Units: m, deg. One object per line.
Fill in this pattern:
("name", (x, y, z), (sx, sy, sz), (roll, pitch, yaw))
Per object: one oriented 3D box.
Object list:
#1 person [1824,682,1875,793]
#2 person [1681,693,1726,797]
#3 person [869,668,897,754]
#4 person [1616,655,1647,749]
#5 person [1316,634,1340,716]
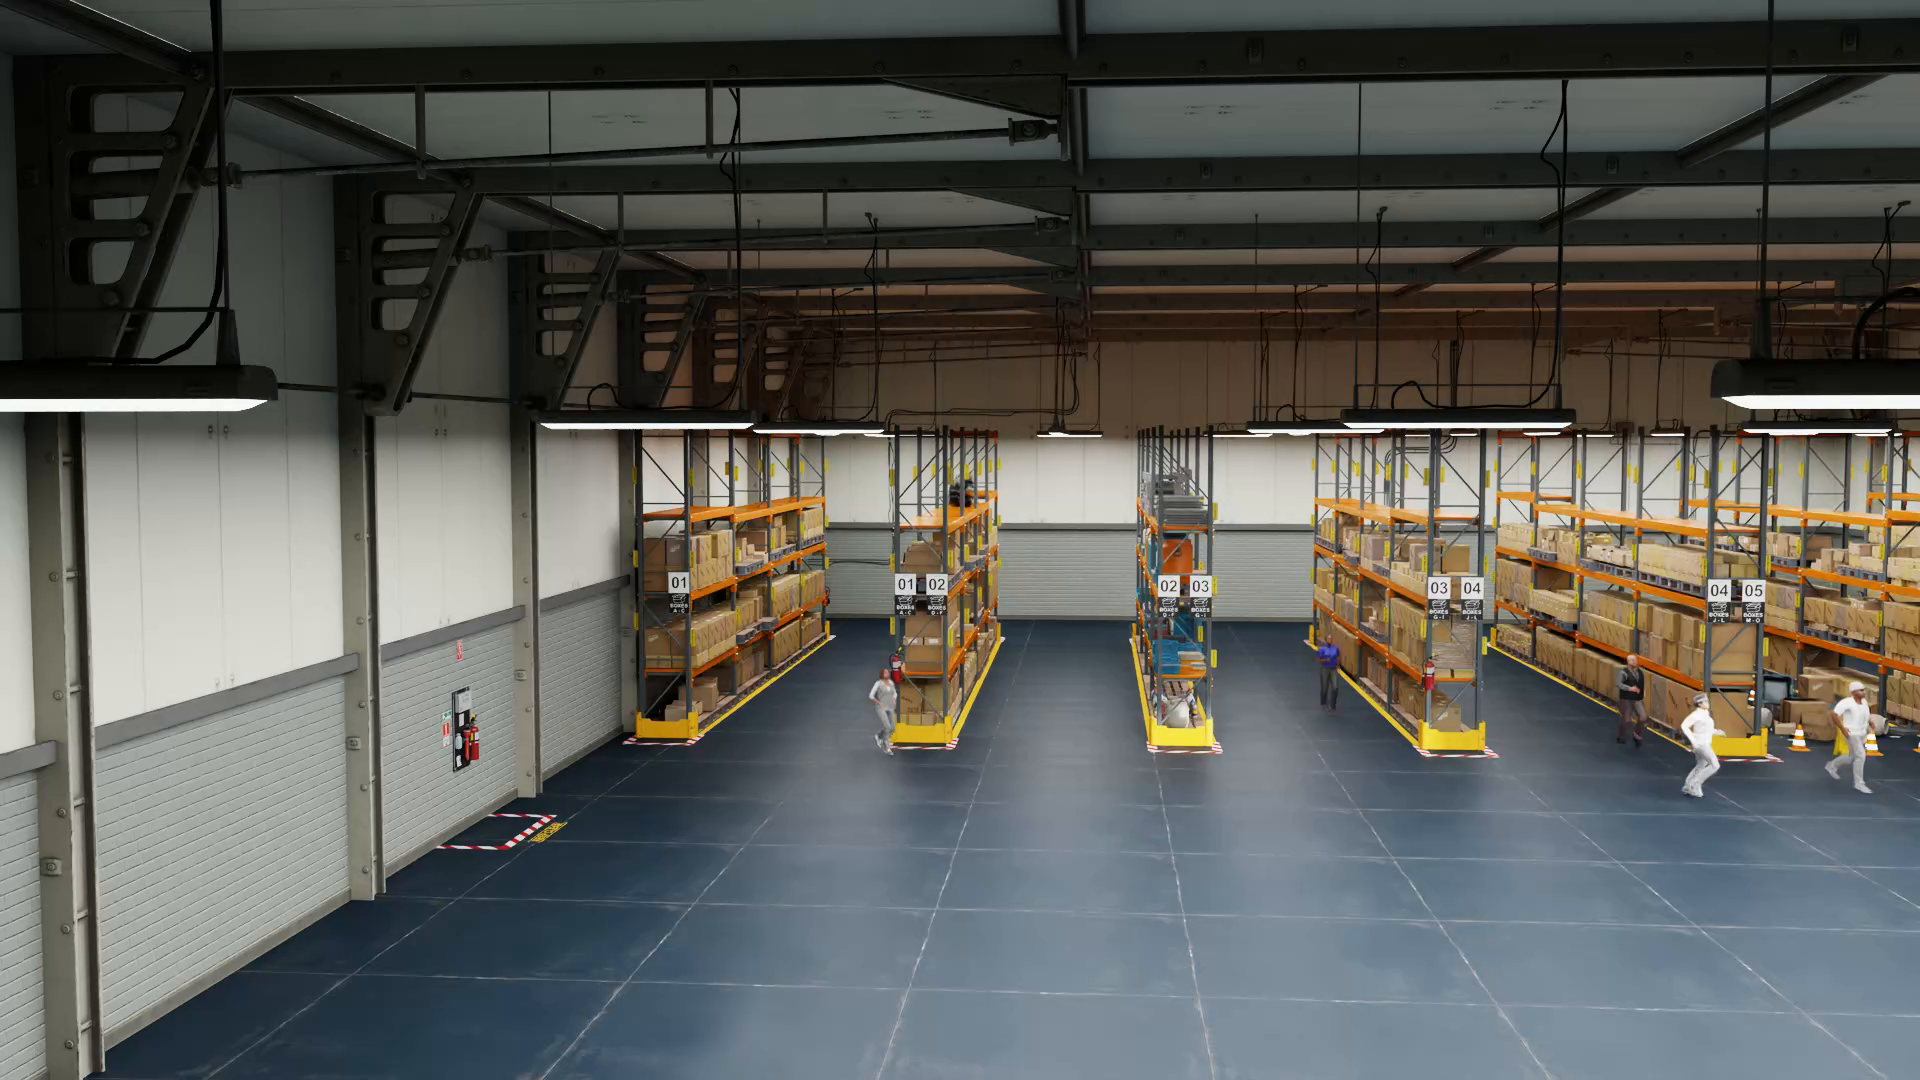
("person", (14.635, 3.194, 27.291), (0.694, 1.780, 0.835), (-2, 4, -31))
("person", (11.903, 3.274, 26.592), (0.620, 1.666, 0.586), (3, 4, 37))
("person", (-1.393, 3.133, 30.499), (0.562, 1.571, 0.571), (-3, 4, -38))
("person", (12.510, 3.014, 30.942), (0.673, 1.769, 0.722), (0, 3, -7))
("person", (7.711, 2.862, 34.741), (0.556, 1.613, 0.714), (0, 3, 0))
